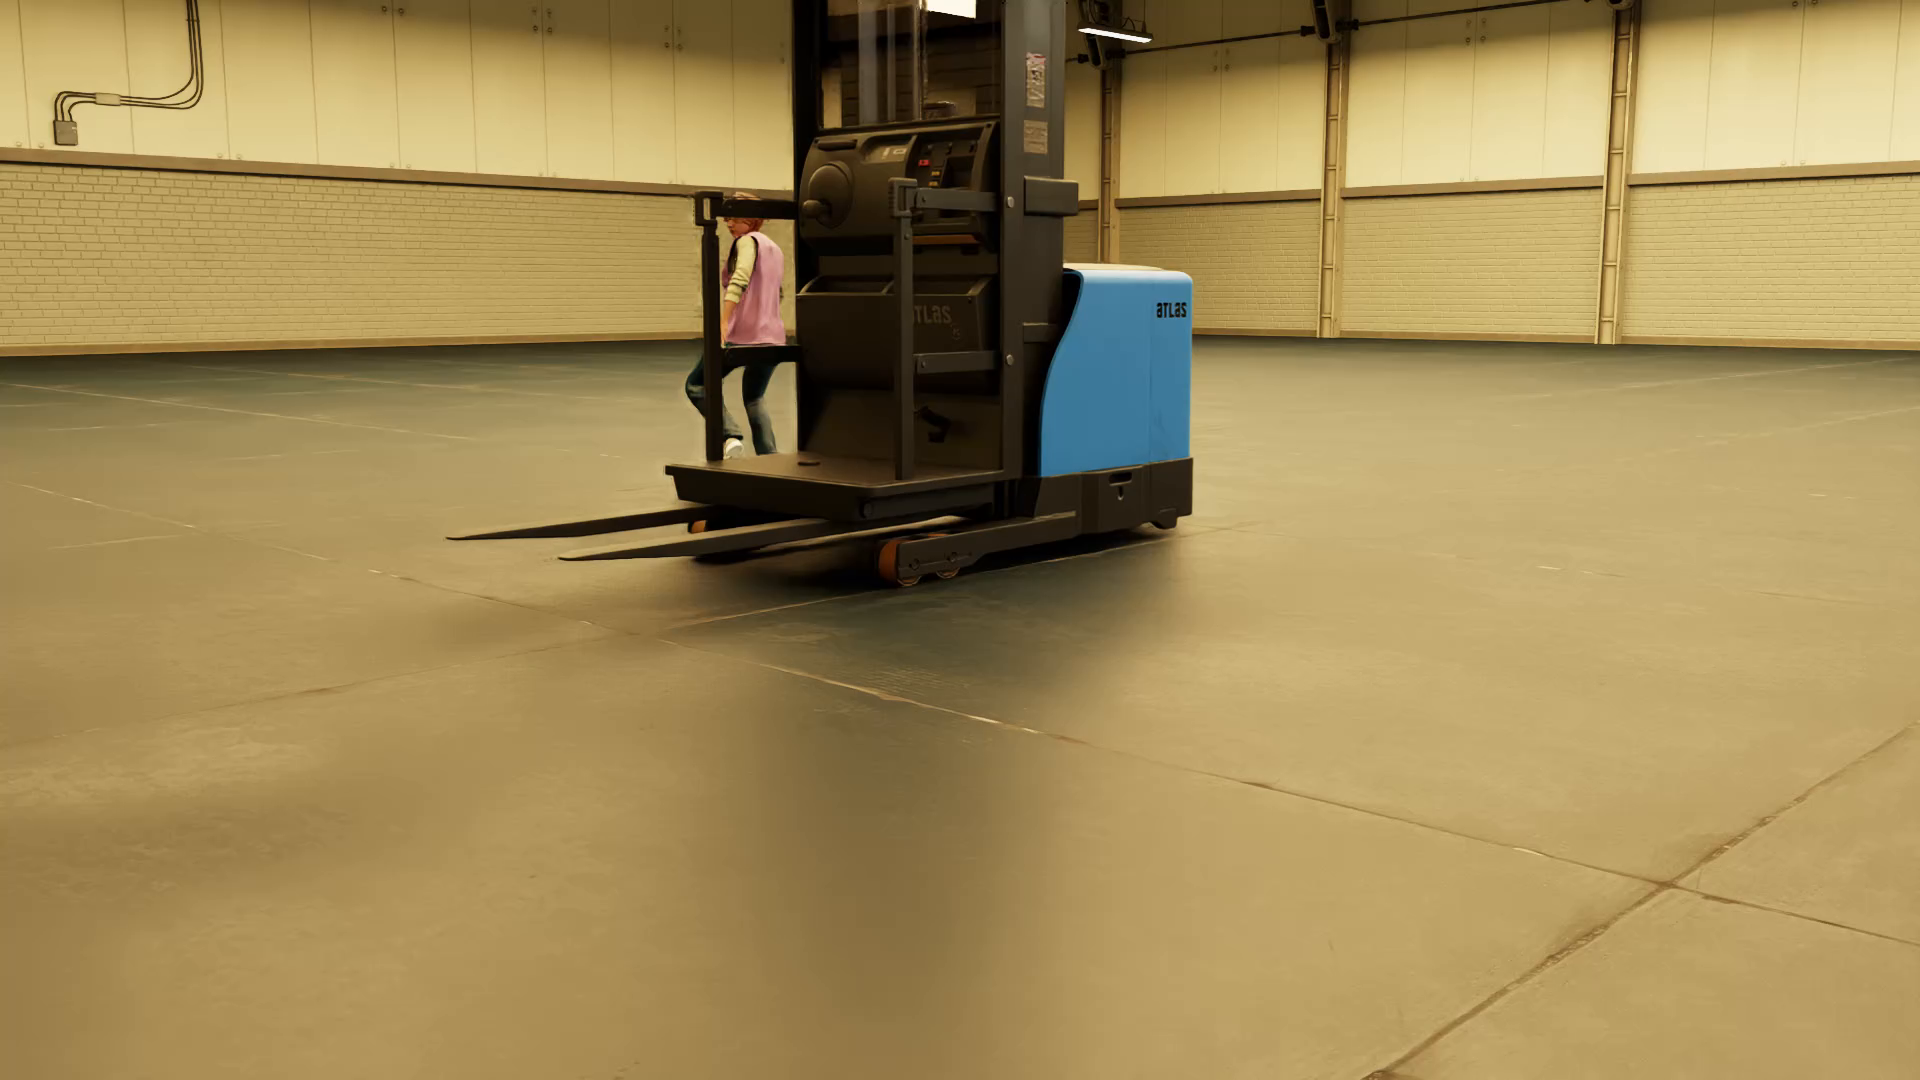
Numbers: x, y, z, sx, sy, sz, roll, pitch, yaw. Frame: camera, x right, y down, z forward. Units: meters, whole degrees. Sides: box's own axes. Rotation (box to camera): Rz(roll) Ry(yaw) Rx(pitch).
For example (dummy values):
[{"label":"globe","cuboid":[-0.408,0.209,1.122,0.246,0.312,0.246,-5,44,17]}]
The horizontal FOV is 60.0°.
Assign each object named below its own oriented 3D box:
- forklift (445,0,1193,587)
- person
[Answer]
[{"label":"forklift","cuboid":[-0.383,-1.374,6.000,1.130,2.935,3.031,8,11,41]},{"label":"person","cuboid":[-1.125,-1.021,8.572,0.527,1.492,0.695,7,11,38]}]
